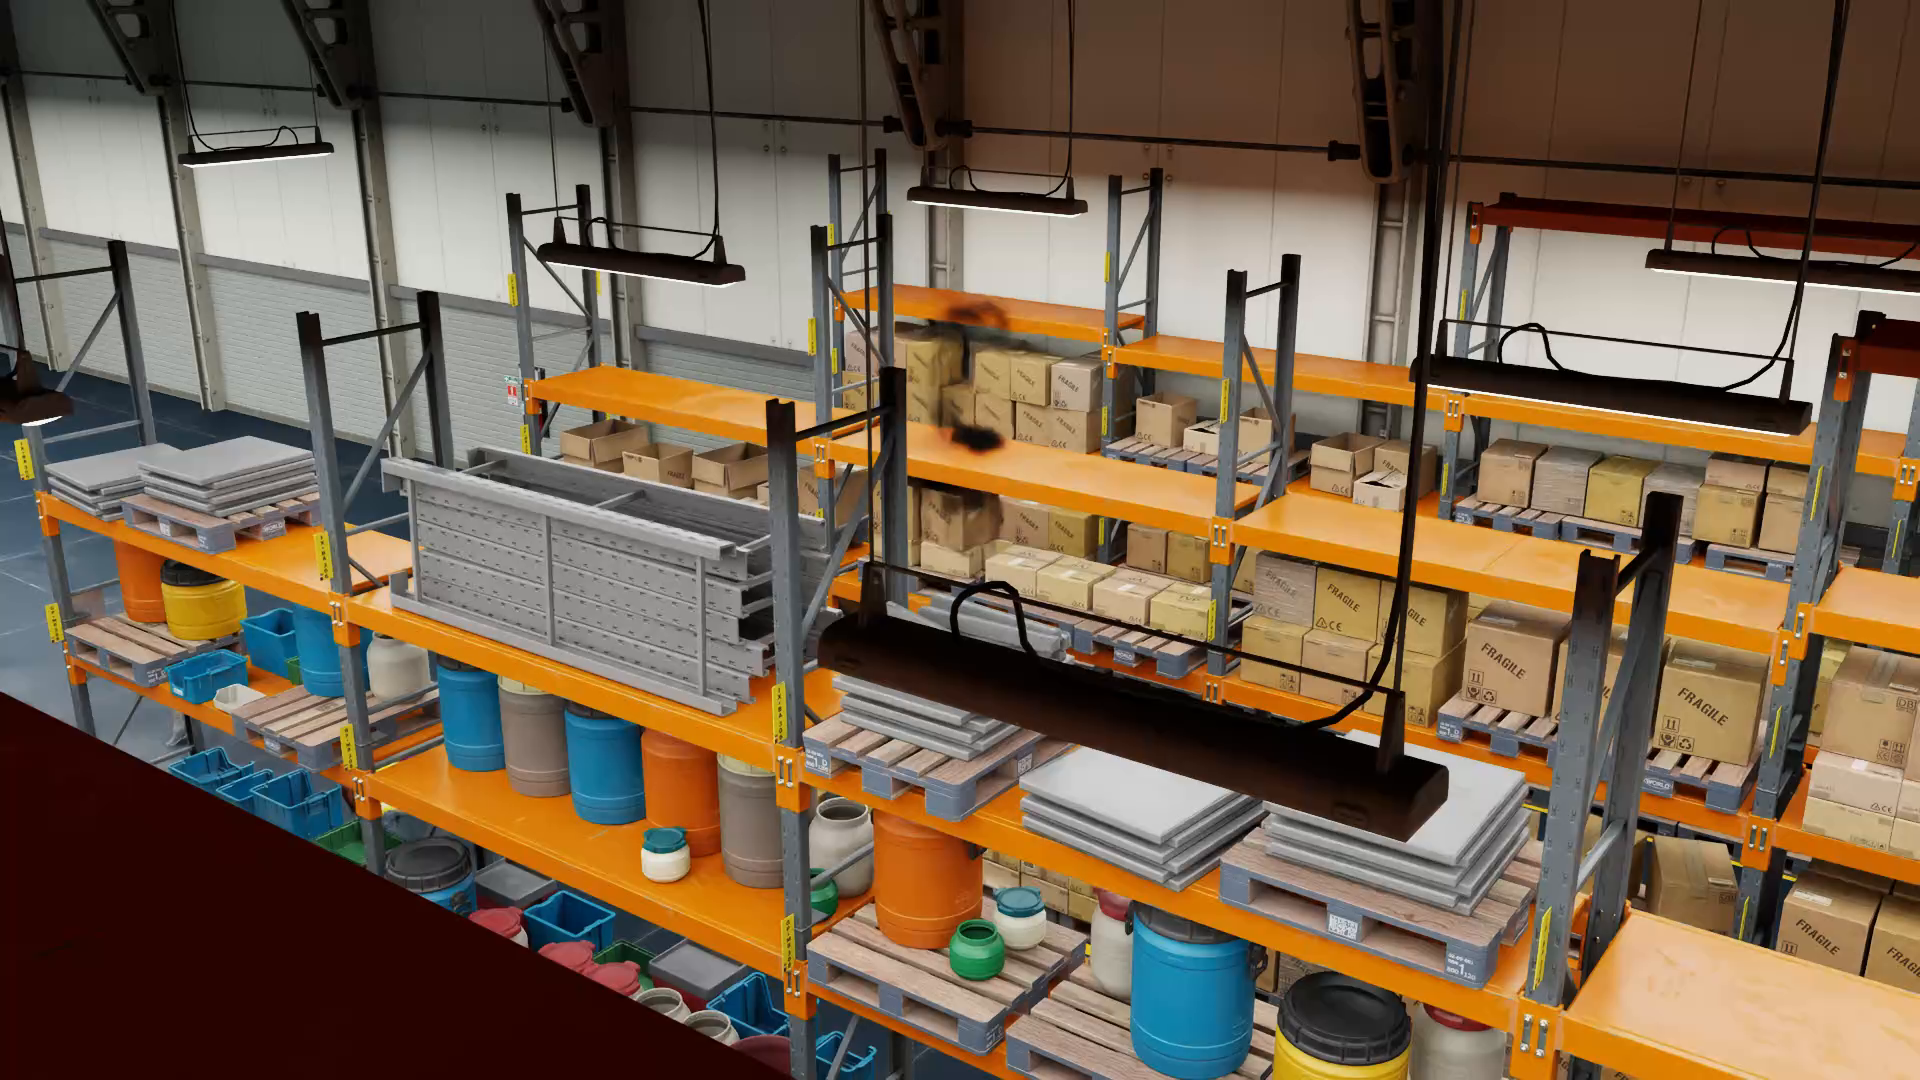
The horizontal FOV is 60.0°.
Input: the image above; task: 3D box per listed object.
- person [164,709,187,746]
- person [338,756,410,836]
[{"bbox_3d":[-8.387,1.463,18.337,1.028,1.627,0.639,-7,20,-20],"label":"person"},{"bbox_3d":[-5.245,2.490,15.238,1.115,1.600,0.703,15,24,38],"label":"person"}]
